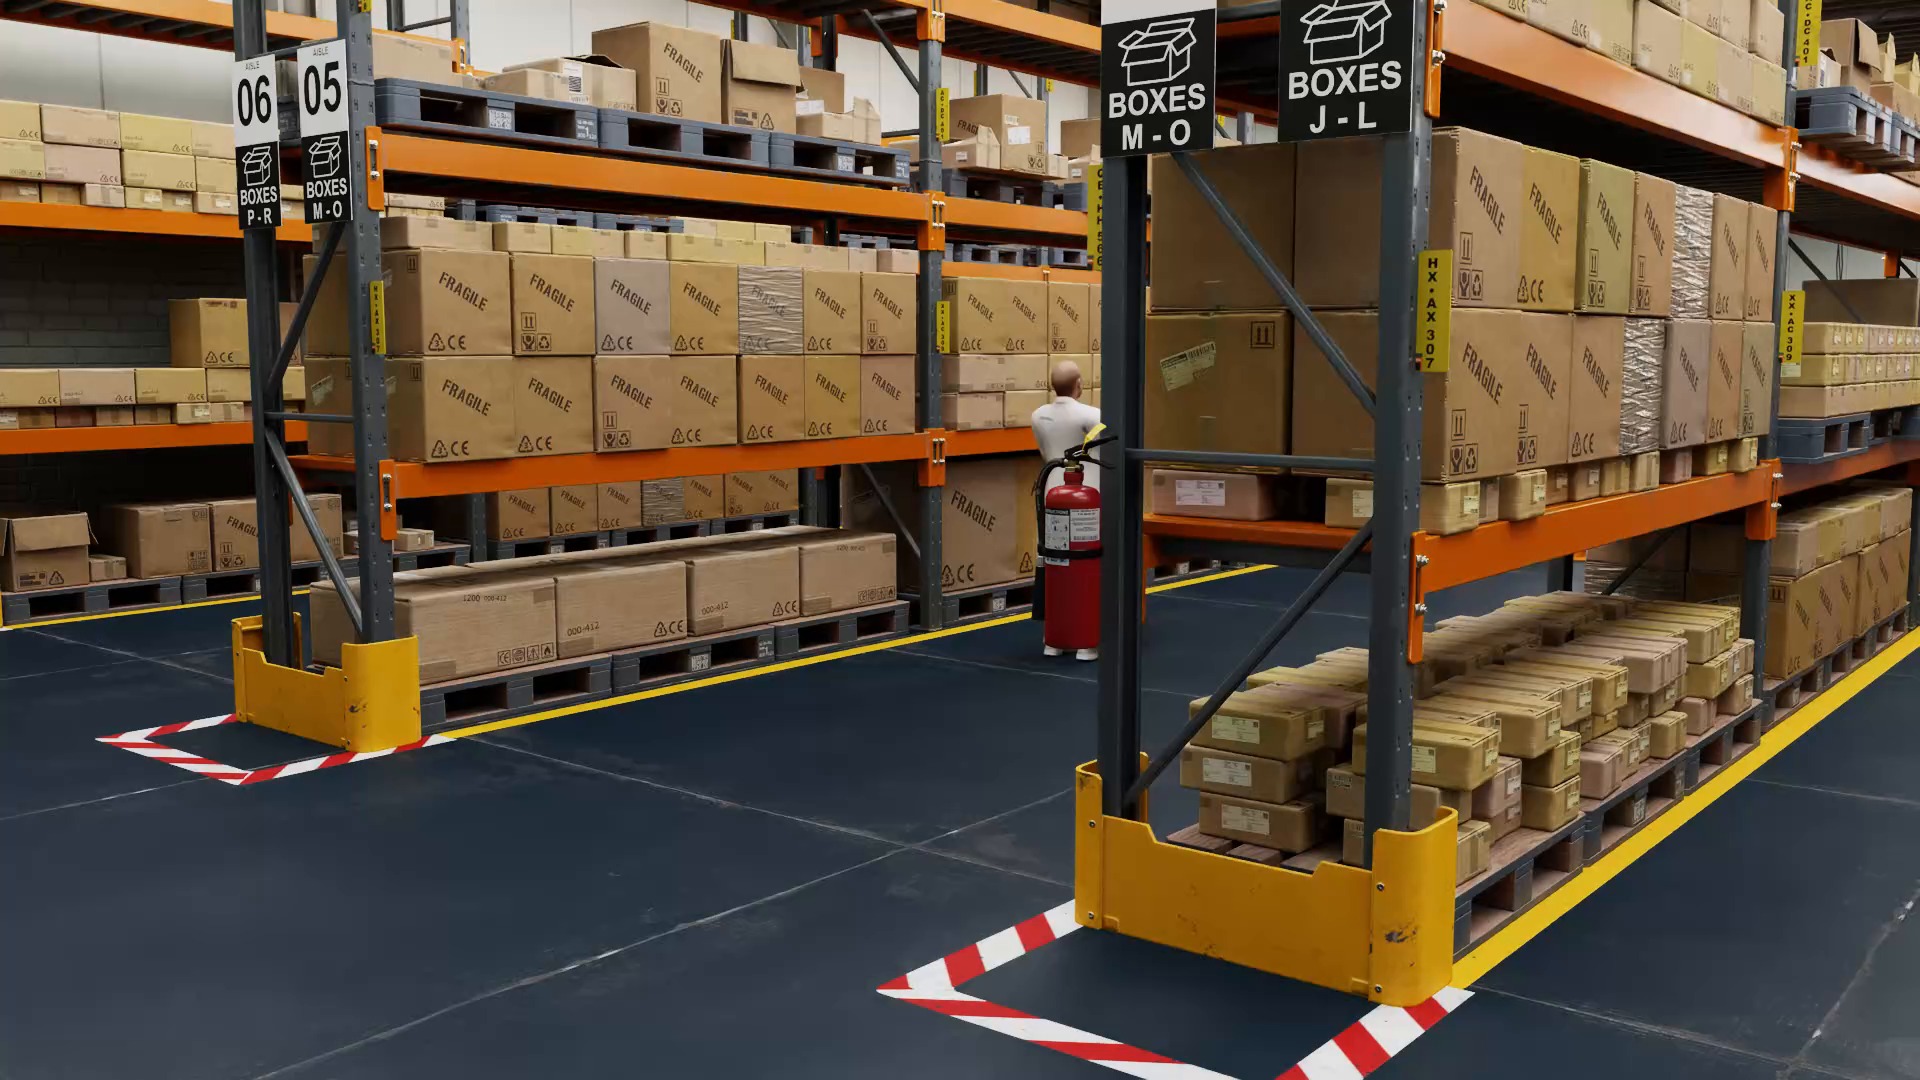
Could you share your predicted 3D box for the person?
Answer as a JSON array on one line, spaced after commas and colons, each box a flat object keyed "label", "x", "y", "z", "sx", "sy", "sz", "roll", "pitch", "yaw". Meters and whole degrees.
[{"label": "person", "x": 0.751, "y": -0.191, "z": 9.978, "sx": 0.530, "sy": 1.769, "sz": 0.563, "roll": 5, "pitch": 8, "yaw": 39}]
